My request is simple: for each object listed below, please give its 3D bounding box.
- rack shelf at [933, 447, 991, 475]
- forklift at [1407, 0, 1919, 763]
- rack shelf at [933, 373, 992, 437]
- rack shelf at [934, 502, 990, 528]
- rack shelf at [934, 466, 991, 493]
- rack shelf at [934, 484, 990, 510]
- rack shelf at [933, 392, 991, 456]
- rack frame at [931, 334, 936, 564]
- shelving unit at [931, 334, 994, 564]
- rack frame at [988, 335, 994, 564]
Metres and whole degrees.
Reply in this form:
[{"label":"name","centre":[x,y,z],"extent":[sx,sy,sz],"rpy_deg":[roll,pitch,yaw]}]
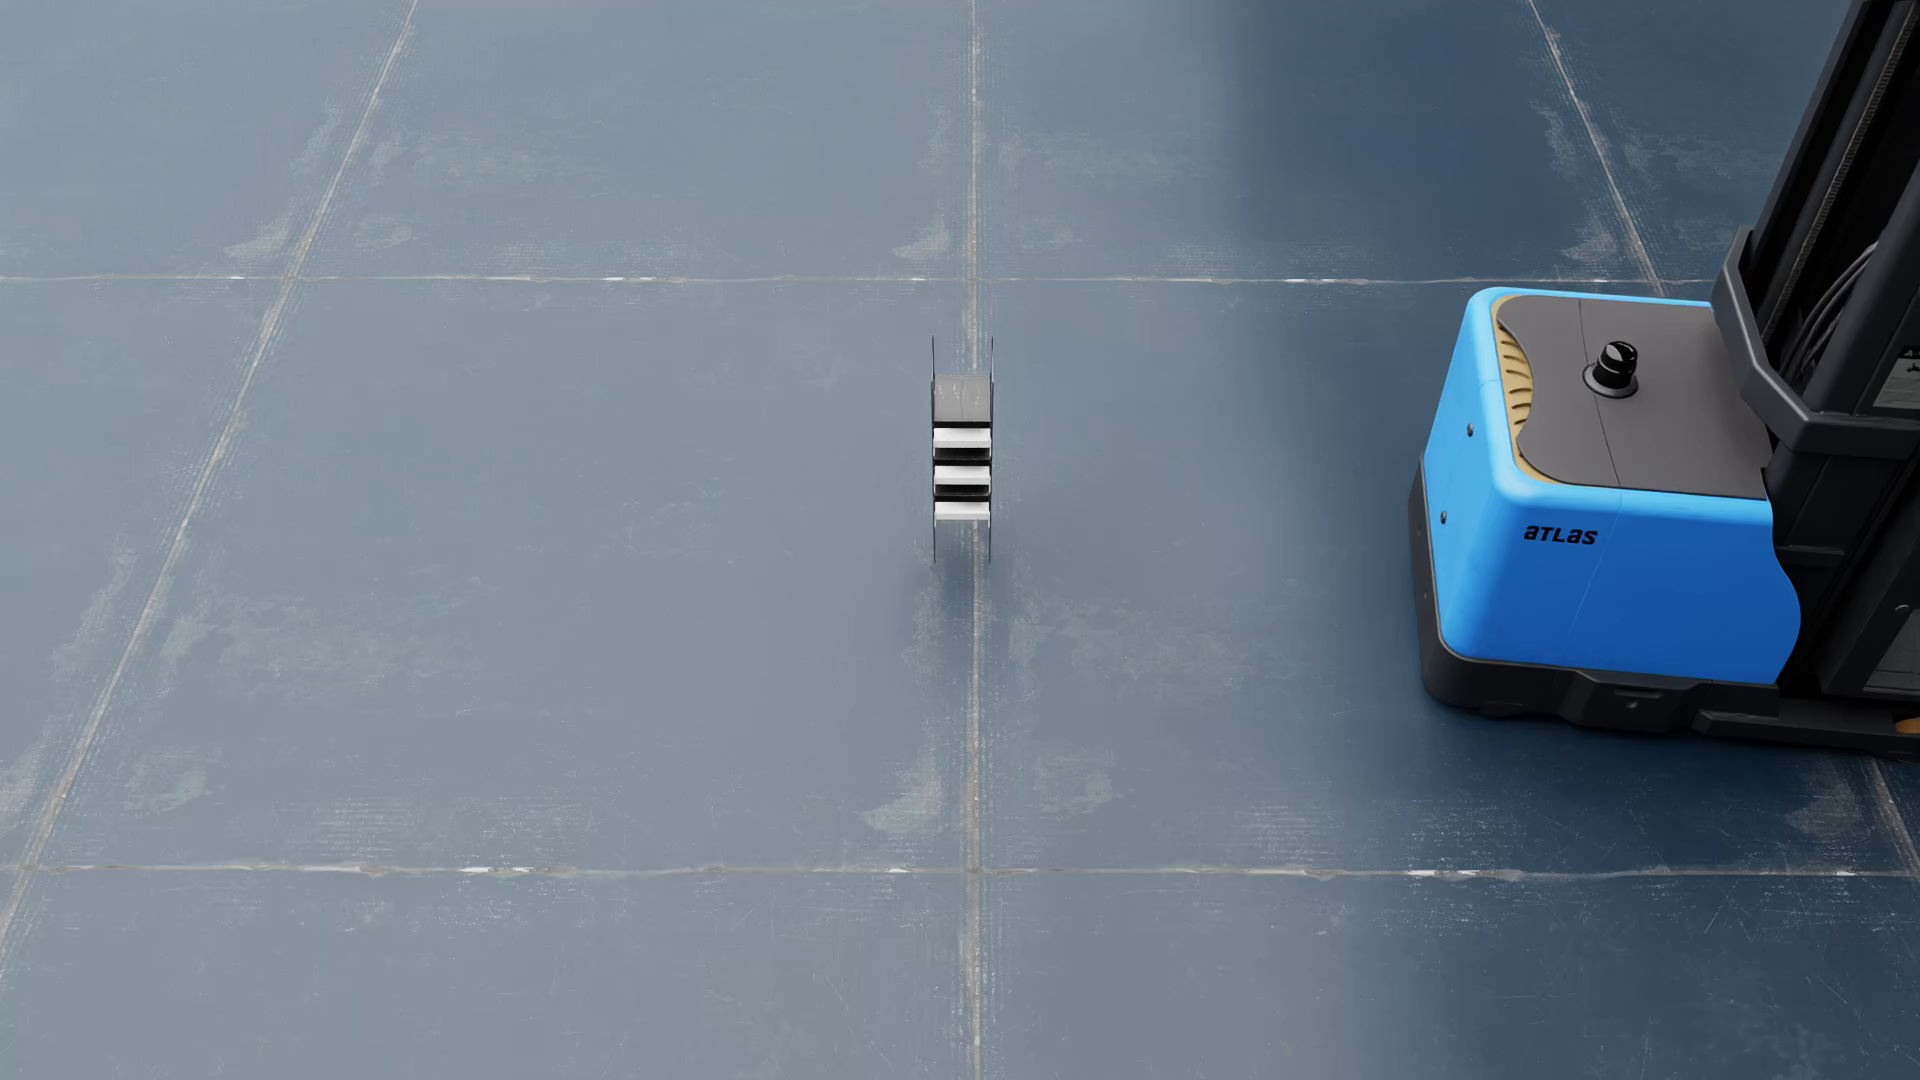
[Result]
[{"label":"rack shelf","centre":[0.008,-0.345,5.879],"extent":[0.200,0.077,0.258],"rpy_deg":[0,47,0]},{"label":"forklift","centre":[3.145,-0.650,4.853],"extent":[3.031,2.935,1.130],"rpy_deg":[5,47,5]},{"label":"rack shelf","centre":[0.008,-0.468,5.747],"extent":[0.200,0.077,0.258],"rpy_deg":[0,47,0]},{"label":"rack shelf","centre":[0.008,-0.161,6.077],"extent":[0.200,0.077,0.258],"rpy_deg":[0,47,0]},{"label":"rack shelf","centre":[0.008,-0.284,5.945],"extent":[0.200,0.077,0.258],"rpy_deg":[0,47,0]},{"label":"rack shelf","centre":[0.008,-0.223,6.011],"extent":[0.200,0.077,0.258],"rpy_deg":[0,47,0]},{"label":"rack shelf","centre":[0.008,-0.406,5.813],"extent":[0.200,0.077,0.258],"rpy_deg":[0,47,0]},{"label":"rack frame","centre":[-0.094,-0.307,5.921],"extent":[0.006,0.900,0.240],"rpy_deg":[0,47,0]},{"label":"shelving unit","centre":[0.008,-0.307,5.921],"extent":[0.210,0.900,0.258],"rpy_deg":[0,47,0]},{"label":"rack frame","centre":[0.110,-0.306,5.920],"extent":[0.006,0.900,0.240],"rpy_deg":[0,47,0]}]
